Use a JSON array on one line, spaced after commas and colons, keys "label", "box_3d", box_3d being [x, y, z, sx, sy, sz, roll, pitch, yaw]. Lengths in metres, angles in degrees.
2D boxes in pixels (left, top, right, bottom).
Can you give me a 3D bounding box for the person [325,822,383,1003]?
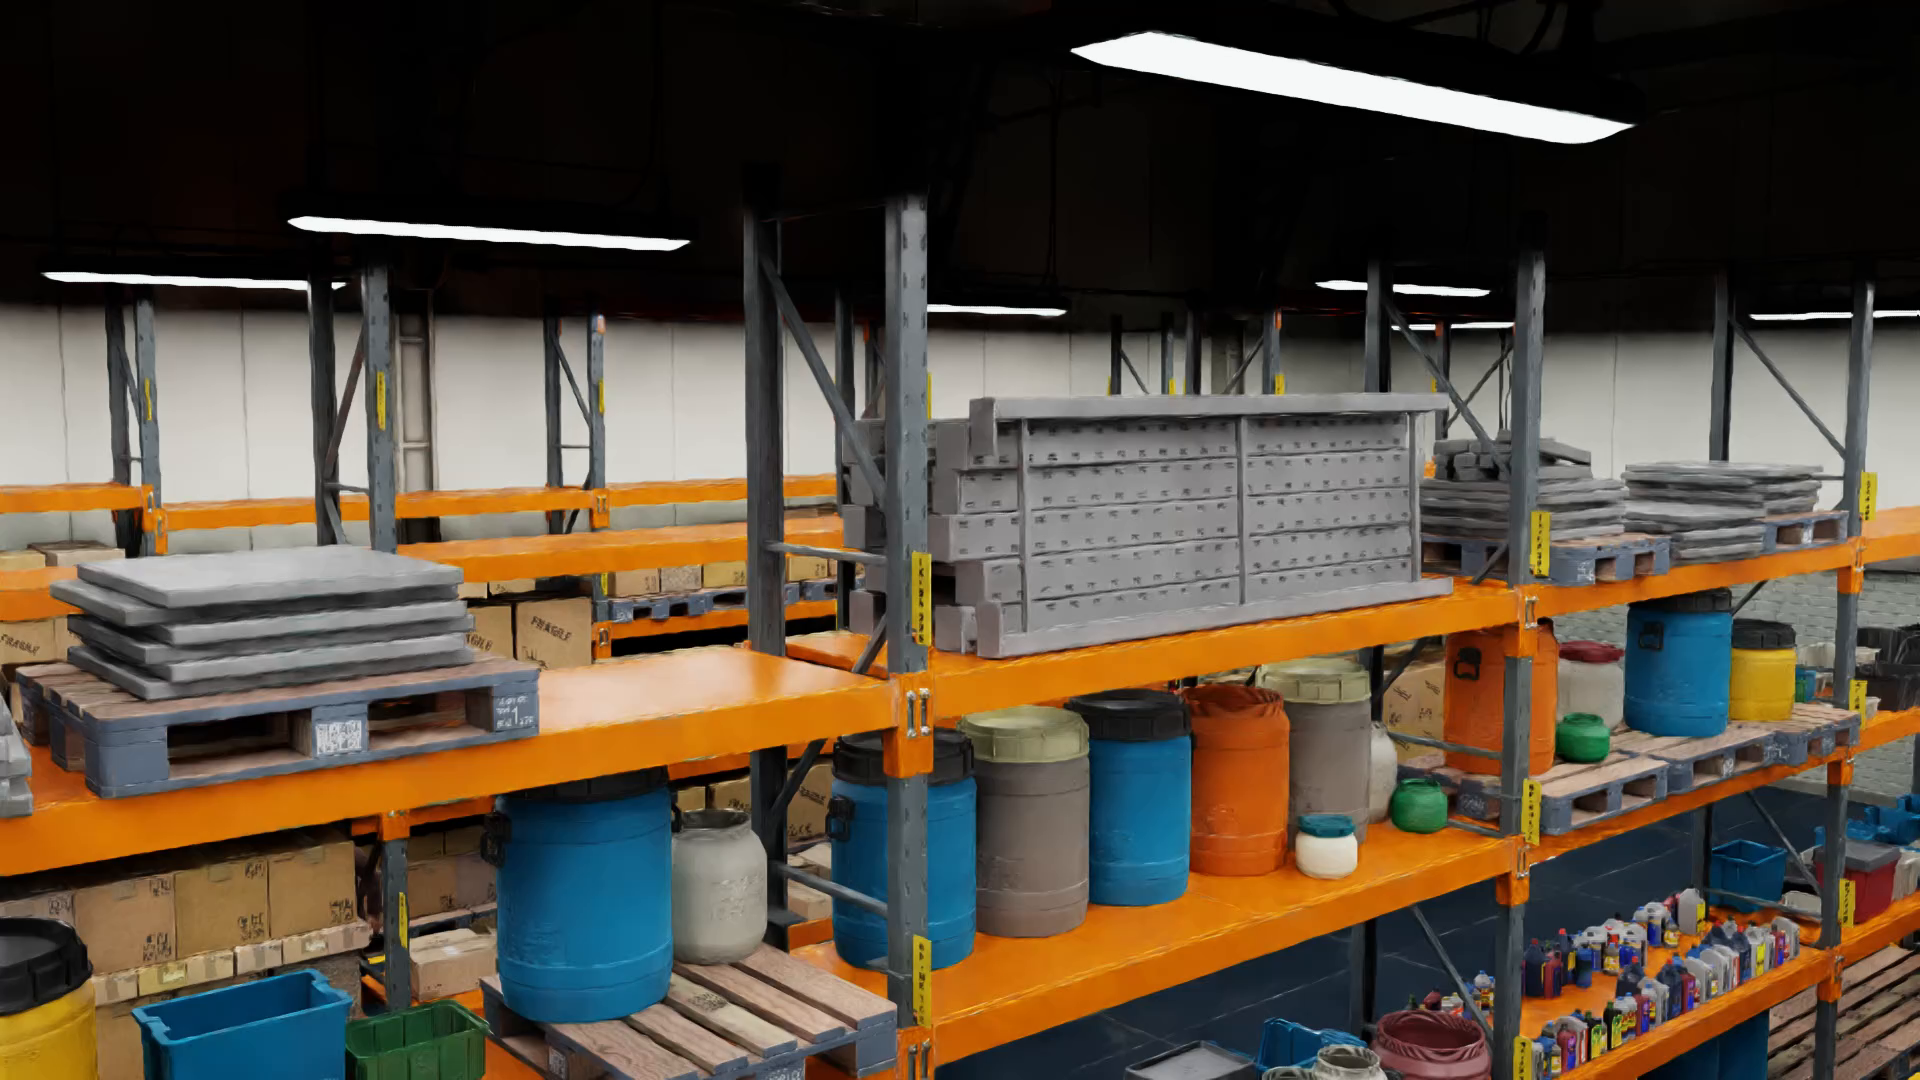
[{"label": "person", "box_3d": [-4.945, 3.023, 13.294, 0.724, 1.713, 0.884, 4, 7, 33]}]
